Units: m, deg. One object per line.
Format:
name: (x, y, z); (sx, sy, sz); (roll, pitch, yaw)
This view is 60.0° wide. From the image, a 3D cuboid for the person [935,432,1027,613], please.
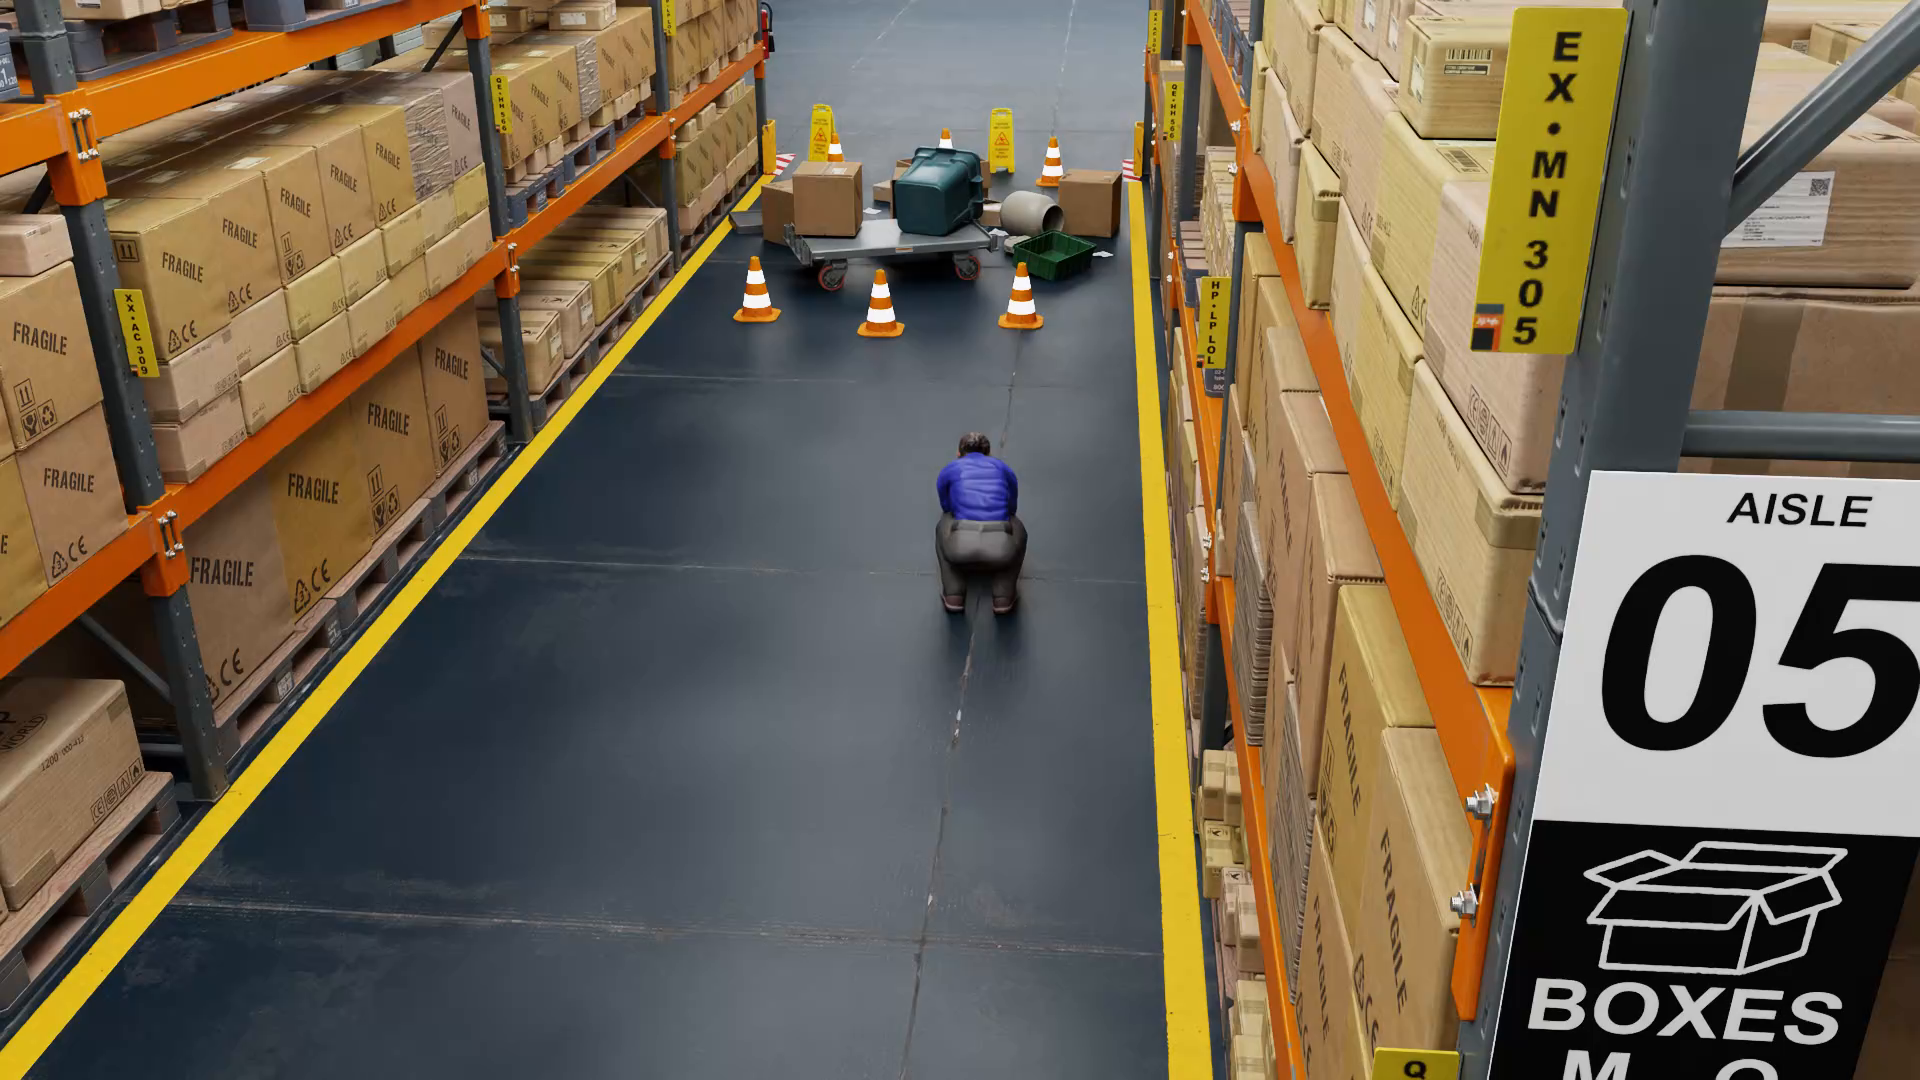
person: (0.103, -0.054, 8.414); (0.474, 0.817, 0.830); (2, 25, 3)
